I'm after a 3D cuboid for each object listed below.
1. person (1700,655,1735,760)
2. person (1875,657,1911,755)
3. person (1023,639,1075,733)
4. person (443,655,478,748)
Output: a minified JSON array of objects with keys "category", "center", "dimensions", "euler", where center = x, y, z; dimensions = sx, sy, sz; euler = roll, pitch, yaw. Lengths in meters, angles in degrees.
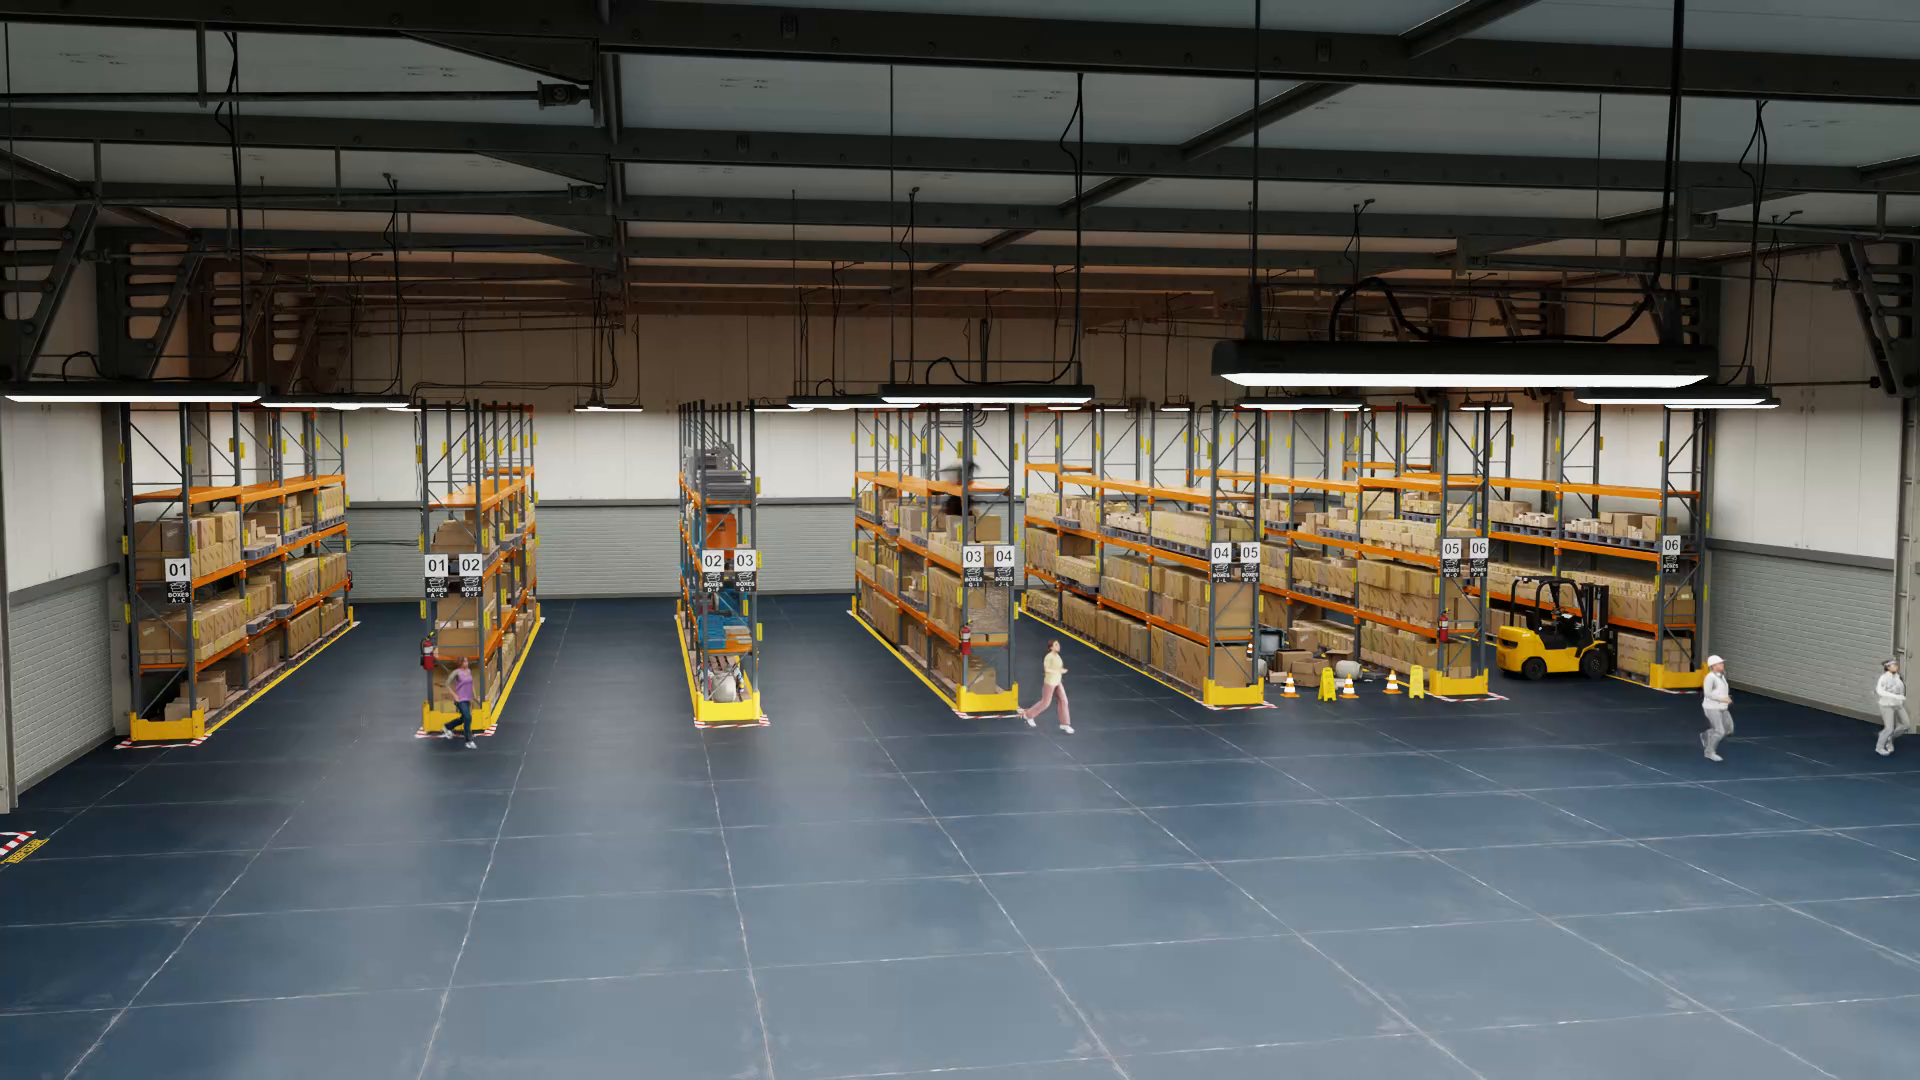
[{"category":"person","center":[12.555,2.778,27.584],"dimensions":[0.696,1.736,0.591],"euler":[-4,6,-44]},{"category":"person","center":[15.617,2.779,27.825],"dimensions":[0.671,1.669,0.562],"euler":[-2,5,-24]},{"category":"person","center":[1.626,2.619,30.038],"dimensions":[0.968,1.689,0.583],"euler":[3,5,31]},{"category":"person","center":[-8.641,2.782,28.717],"dimensions":[0.783,1.602,0.562],"euler":[2,5,22]}]
